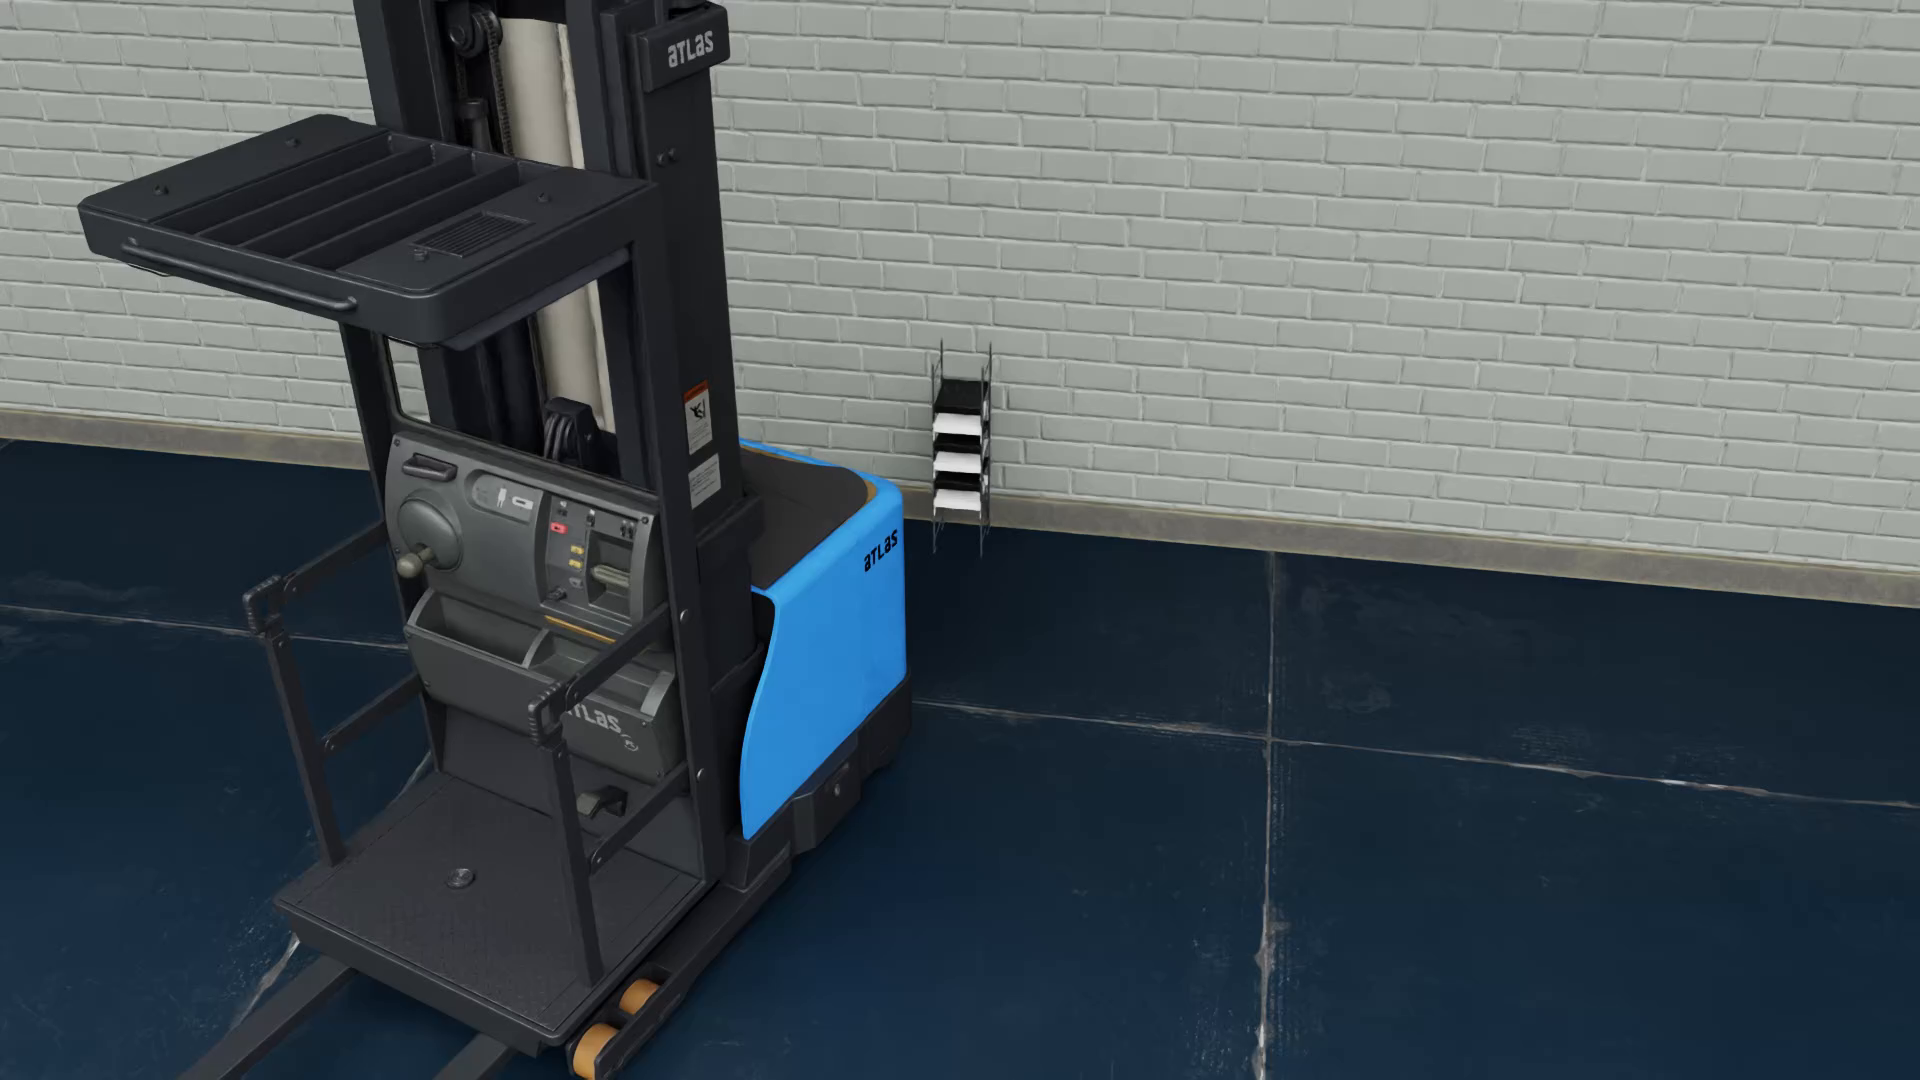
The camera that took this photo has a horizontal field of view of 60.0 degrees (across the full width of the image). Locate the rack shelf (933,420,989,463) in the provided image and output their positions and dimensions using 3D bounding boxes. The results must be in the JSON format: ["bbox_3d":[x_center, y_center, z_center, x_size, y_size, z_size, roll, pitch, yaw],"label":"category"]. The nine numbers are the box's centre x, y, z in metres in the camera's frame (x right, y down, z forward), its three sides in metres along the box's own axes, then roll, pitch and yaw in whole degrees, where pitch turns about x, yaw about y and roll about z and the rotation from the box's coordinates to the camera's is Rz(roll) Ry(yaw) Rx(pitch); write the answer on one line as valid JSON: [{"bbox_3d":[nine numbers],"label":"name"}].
[{"bbox_3d":[0.008,-0.424,6.971,0.200,0.077,0.258,5,33,8],"label":"rack shelf"}]

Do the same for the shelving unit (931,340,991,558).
[{"bbox_3d":[0.008,-0.376,7.001,0.210,0.900,0.258,5,33,8],"label":"shelving unit"}]

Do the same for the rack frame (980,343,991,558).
[{"bbox_3d":[0.108,-0.367,6.987,0.006,0.900,0.240,5,33,8],"label":"rack frame"}]

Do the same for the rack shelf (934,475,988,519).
[{"bbox_3d":[0.008,-0.195,7.115,0.200,0.077,0.258,5,33,8],"label":"rack shelf"}]

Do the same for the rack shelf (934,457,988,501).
[{"bbox_3d":[0.008,-0.271,7.067,0.200,0.077,0.258,5,33,8],"label":"rack shelf"}]

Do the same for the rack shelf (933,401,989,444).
[{"bbox_3d":[0.008,-0.500,6.923,0.200,0.077,0.258,5,33,8],"label":"rack shelf"}]

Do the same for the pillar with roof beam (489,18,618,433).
[{"bbox_3d":[-2.350,-1.721,1.519,0.400,9.000,9.100,5,32,8],"label":"pillar with roof beam"}]

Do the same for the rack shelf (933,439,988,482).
[{"bbox_3d":[0.008,-0.347,7.019,0.200,0.077,0.258,5,33,8],"label":"rack shelf"}]

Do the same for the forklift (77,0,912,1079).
[{"bbox_3d":[-1.326,0.036,4.430,1.130,2.935,3.031,16,36,24],"label":"forklift"}]

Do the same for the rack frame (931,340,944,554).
[{"bbox_3d":[-0.093,-0.384,7.015,0.006,0.900,0.240,5,33,8],"label":"rack frame"}]

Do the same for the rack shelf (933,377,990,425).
[{"bbox_3d":[0.008,-0.576,6.875,0.200,0.077,0.258,5,33,8],"label":"rack shelf"}]
